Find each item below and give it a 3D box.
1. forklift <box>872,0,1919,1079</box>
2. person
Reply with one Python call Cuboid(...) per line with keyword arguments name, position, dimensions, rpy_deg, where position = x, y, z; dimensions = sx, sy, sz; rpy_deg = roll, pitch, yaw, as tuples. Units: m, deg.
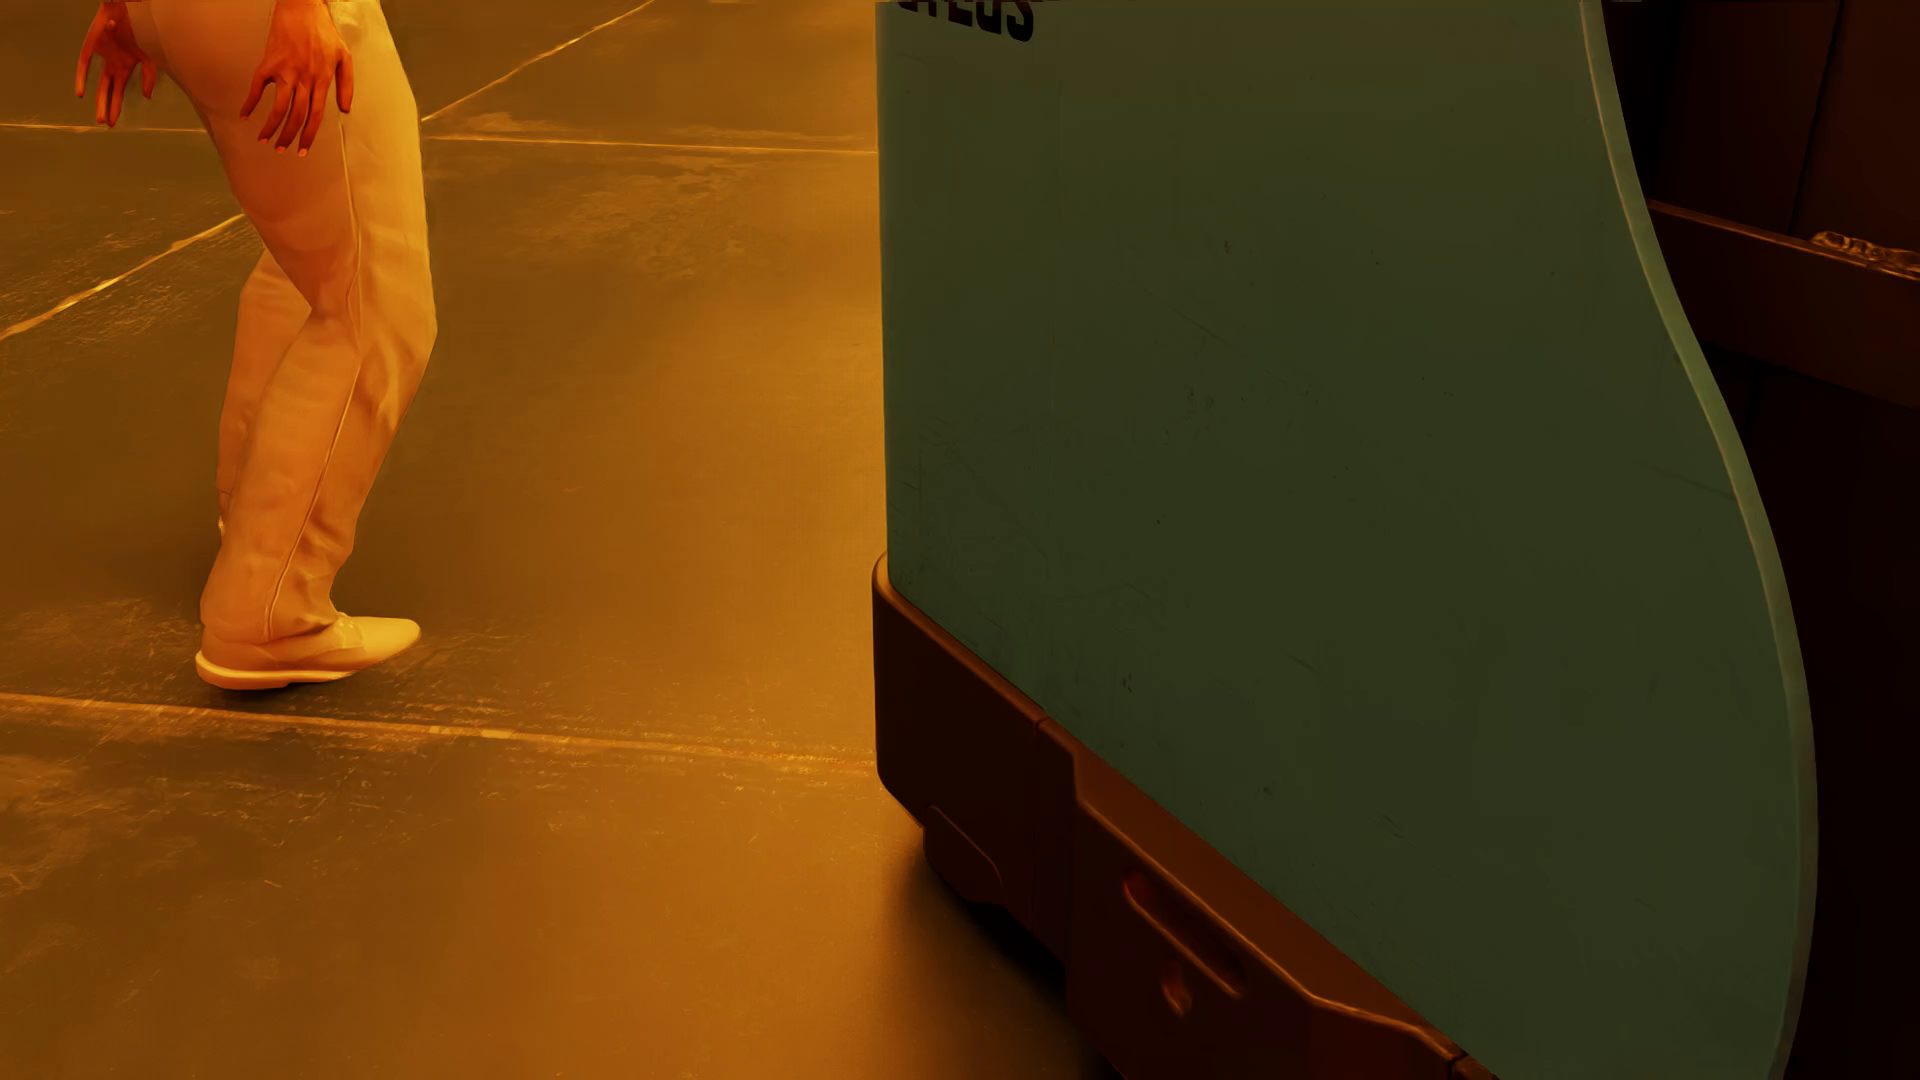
Cuboid(name="forklift", position=(1.114, -0.565, 0.349), dimensions=(1.130, 2.935, 3.031), rpy_deg=(-16, 30, -28))
Cuboid(name="person", position=(-0.860, -0.620, 1.972), dimensions=(0.432, 1.648, 0.813), rpy_deg=(-19, 32, -32))
